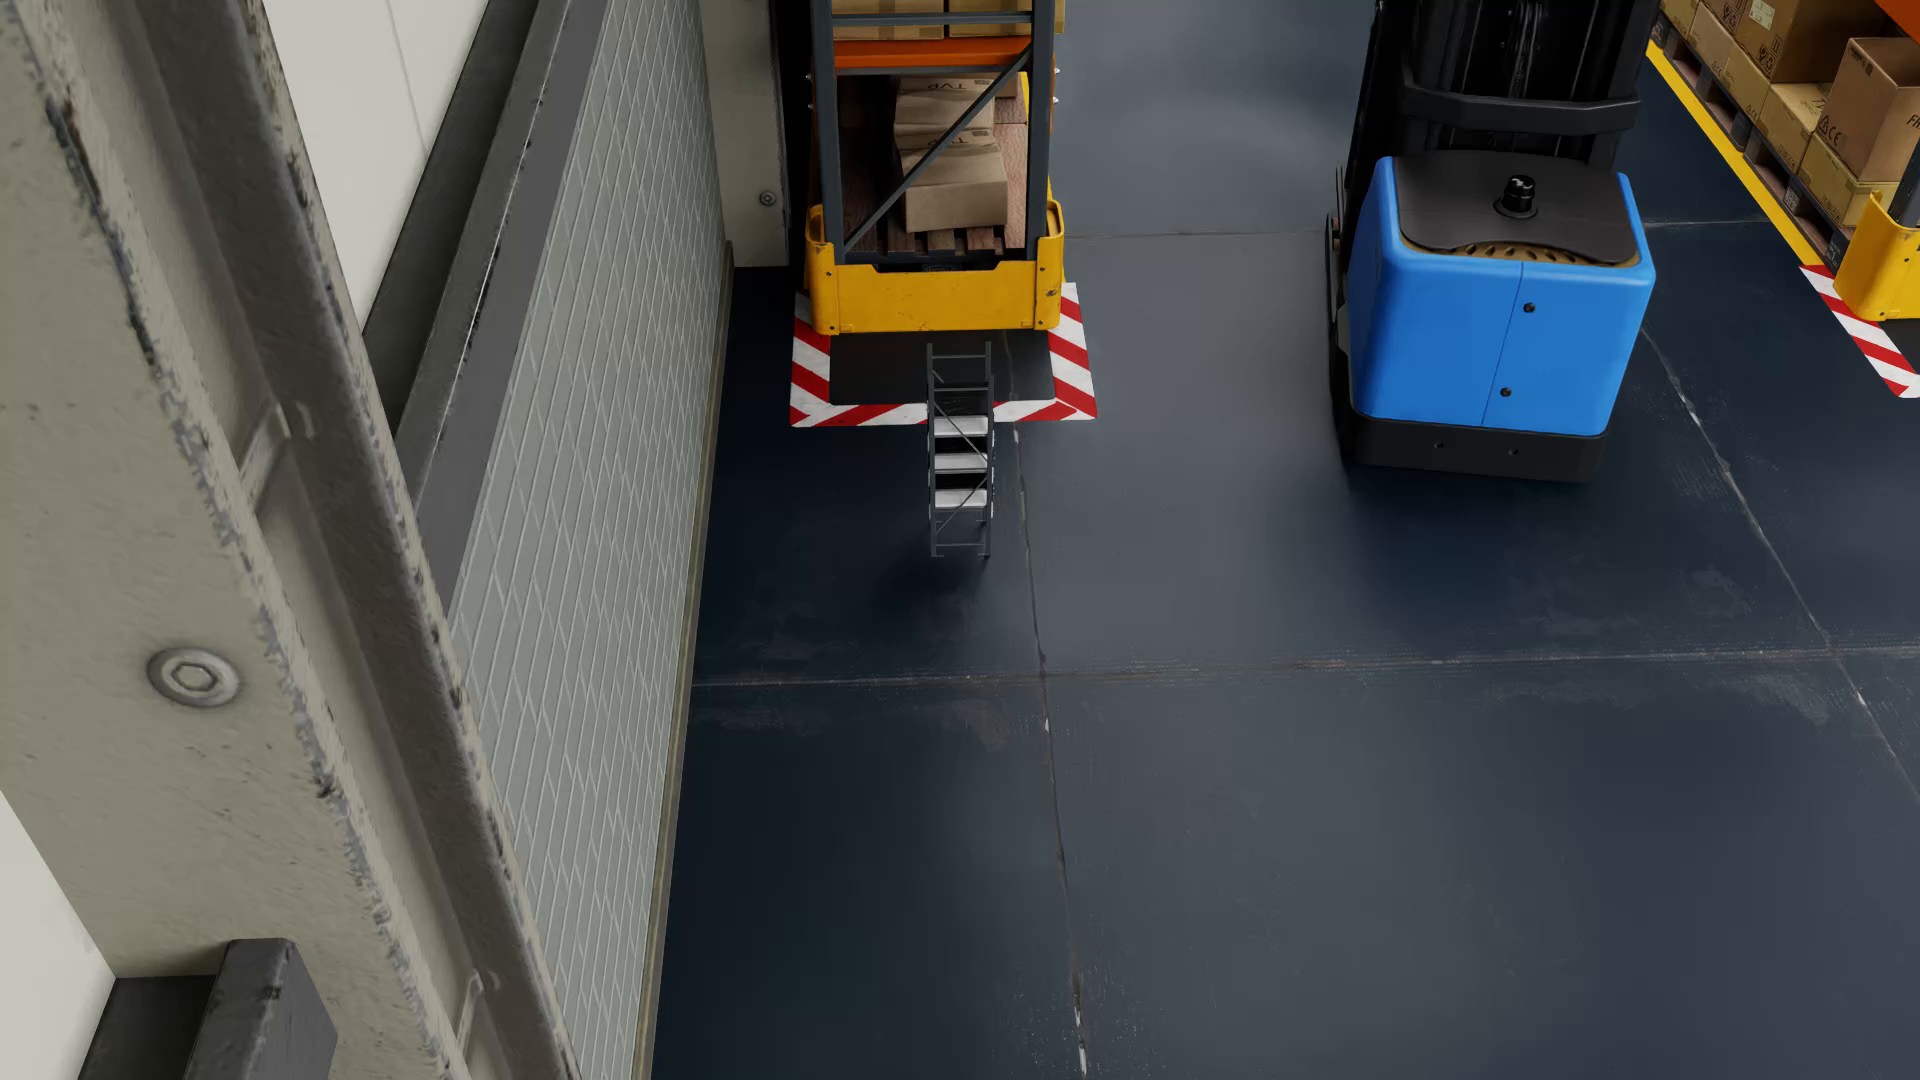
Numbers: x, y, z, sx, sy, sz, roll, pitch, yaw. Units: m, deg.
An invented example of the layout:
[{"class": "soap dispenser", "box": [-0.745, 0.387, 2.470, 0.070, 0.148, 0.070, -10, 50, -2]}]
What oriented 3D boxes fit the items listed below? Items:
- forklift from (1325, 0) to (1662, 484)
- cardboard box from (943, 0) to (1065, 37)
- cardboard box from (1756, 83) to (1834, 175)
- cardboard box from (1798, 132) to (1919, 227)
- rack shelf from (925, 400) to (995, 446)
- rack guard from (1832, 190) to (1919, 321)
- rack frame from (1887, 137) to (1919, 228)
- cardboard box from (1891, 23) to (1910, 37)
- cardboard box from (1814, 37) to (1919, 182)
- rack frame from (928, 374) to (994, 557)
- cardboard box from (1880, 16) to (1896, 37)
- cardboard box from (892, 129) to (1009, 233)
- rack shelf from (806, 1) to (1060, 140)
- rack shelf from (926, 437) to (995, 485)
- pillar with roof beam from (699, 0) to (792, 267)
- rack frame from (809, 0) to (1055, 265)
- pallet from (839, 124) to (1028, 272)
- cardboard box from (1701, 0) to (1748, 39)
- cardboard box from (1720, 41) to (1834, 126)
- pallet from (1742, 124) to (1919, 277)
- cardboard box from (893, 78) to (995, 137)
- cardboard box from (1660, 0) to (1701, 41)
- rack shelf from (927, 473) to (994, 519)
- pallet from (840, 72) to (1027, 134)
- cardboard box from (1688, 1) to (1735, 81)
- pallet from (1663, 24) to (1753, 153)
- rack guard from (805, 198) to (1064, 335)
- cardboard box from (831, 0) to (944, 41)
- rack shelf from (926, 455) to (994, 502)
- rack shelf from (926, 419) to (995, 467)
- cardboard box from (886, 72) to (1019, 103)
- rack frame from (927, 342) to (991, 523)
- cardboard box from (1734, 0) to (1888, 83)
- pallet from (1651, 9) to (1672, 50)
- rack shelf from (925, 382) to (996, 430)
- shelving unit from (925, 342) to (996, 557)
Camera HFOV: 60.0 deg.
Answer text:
[{"class": "forklift", "box": [2.341, -2.311, 7.102, 1.130, 2.935, 3.031, 6, 43, 6]}, {"class": "cardboard box", "box": [0.183, -2.438, 7.286, 0.500, 0.250, 0.500, -3, 43, -3]}, {"class": "cardboard box", "box": [4.484, -2.124, 8.571, 0.500, 0.250, 0.500, -2, 43, -2]}, {"class": "cardboard box", "box": [4.518, -1.786, 8.203, 0.500, 0.250, 0.500, -2, 43, -2]}, {"class": "rack shelf", "box": [0.000, -0.445, 6.353, 0.258, 0.077, 0.200, -2, 43, -2]}, {"class": "rack guard", "box": [4.837, -1.354, 7.857, 1.175, 0.500, 0.348, -2, 43, -2]}, {"class": "rack frame", "box": [4.836, -2.292, 7.030, 1.000, 3.000, 0.127, -2, 43, -2]}, {"class": "cardboard box", "box": [5.012, -2.415, 8.334, 0.500, 0.500, 0.500, -2, 43, -2]}, {"class": "cardboard box", "box": [4.516, -2.063, 7.950, 0.500, 0.500, 0.500, -2, 43, -2]}, {"class": "rack frame", "box": [0.004, -0.269, 6.377, 0.240, 0.900, 0.006, -2, 43, -2]}, {"class": "cardboard box", "box": [4.978, -2.752, 8.702, 0.500, 0.500, 0.500, -2, 43, -2]}, {"class": "cardboard box", "box": [-0.053, -1.788, 8.145, 0.500, 0.311, 0.500, -6, 43, -7]}, {"class": "rack shelf", "box": [-0.198, -3.232, 8.589, 1.077, 0.370, 4.000, -2, 43, -2]}, {"class": "rack shelf", "box": [0.000, -0.313, 6.474, 0.258, 0.077, 0.200, -2, 43, -2]}, {"class": "pillar with roof beam", "box": [3.294, -4.930, 5.469, 9.100, 9.000, 0.400, -2, 43, -2]}, {"class": "rack frame", "box": [-0.113, -2.147, 6.872, 1.000, 3.000, 0.127, -2, 43, -2]}, {"class": "pallet", "box": [-0.116, -1.720, 8.470, 1.003, 0.211, 1.213, -2, 43, -2]}, {"class": "cardboard box", "box": [4.438, -3.075, 9.054, 0.500, 0.500, 0.500, -2, 43, -2]}, {"class": "cardboard box", "box": [4.461, -2.461, 8.939, 0.500, 0.250, 0.500, -2, 43, -2]}, {"class": "pallet", "box": [4.761, -1.779, 8.534, 1.003, 0.211, 1.213, -2, 43, -2]}, {"class": "cardboard box", "box": [-0.077, -2.173, 8.565, 0.500, 0.311, 0.500, 2, 43, 2]}, {"class": "cardboard box", "box": [4.415, -3.136, 9.676, 0.500, 0.250, 0.500, -2, 43, -2]}, {"class": "rack shelf", "box": [0.000, -0.180, 6.596, 0.258, 0.077, 0.200, -2, 43, -2]}, {"class": "pallet", "box": [-0.165, -2.542, 9.366, 1.003, 0.211, 1.213, -2, 43, -2]}, {"class": "cardboard box", "box": [4.442, -2.799, 9.308, 0.500, 0.250, 0.500, -2, 43, -2]}, {"class": "pallet", "box": [4.713, -2.601, 9.431, 1.003, 0.211, 1.213, -2, 43, -2]}, {"class": "rack guard", "box": [-0.117, -1.277, 7.773, 1.175, 0.500, 0.348, -2, 43, -2]}, {"class": "cardboard box", "box": [-0.327, -2.409, 7.255, 0.500, 0.250, 0.500, -1, 43, -1]}, {"class": "rack shelf", "box": [0.000, -0.246, 6.535, 0.258, 0.077, 0.200, -2, 43, -2]}, {"class": "rack shelf", "box": [0.000, -0.379, 6.414, 0.258, 0.077, 0.200, -2, 43, -2]}, {"class": "cardboard box", "box": [-0.058, -2.739, 9.043, 0.700, 0.500, 0.500, -4, 43, -4]}, {"class": "rack frame", "box": [-0.005, -0.406, 6.527, 0.240, 0.900, 0.006, -2, 43, -2]}, {"class": "cardboard box", "box": [4.458, -2.738, 8.686, 0.500, 0.500, 0.500, -2, 43, -2]}, {"class": "pallet", "box": [4.658, -3.426, 10.332, 1.003, 0.211, 1.213, -2, 43, -2]}, {"class": "rack shelf", "box": [0.000, -0.512, 6.292, 0.258, 0.077, 0.200, -2, 43, -2]}, {"class": "shelving unit", "box": [0.000, -0.337, 6.452, 0.258, 0.900, 0.210, -2, 43, -2]}]
